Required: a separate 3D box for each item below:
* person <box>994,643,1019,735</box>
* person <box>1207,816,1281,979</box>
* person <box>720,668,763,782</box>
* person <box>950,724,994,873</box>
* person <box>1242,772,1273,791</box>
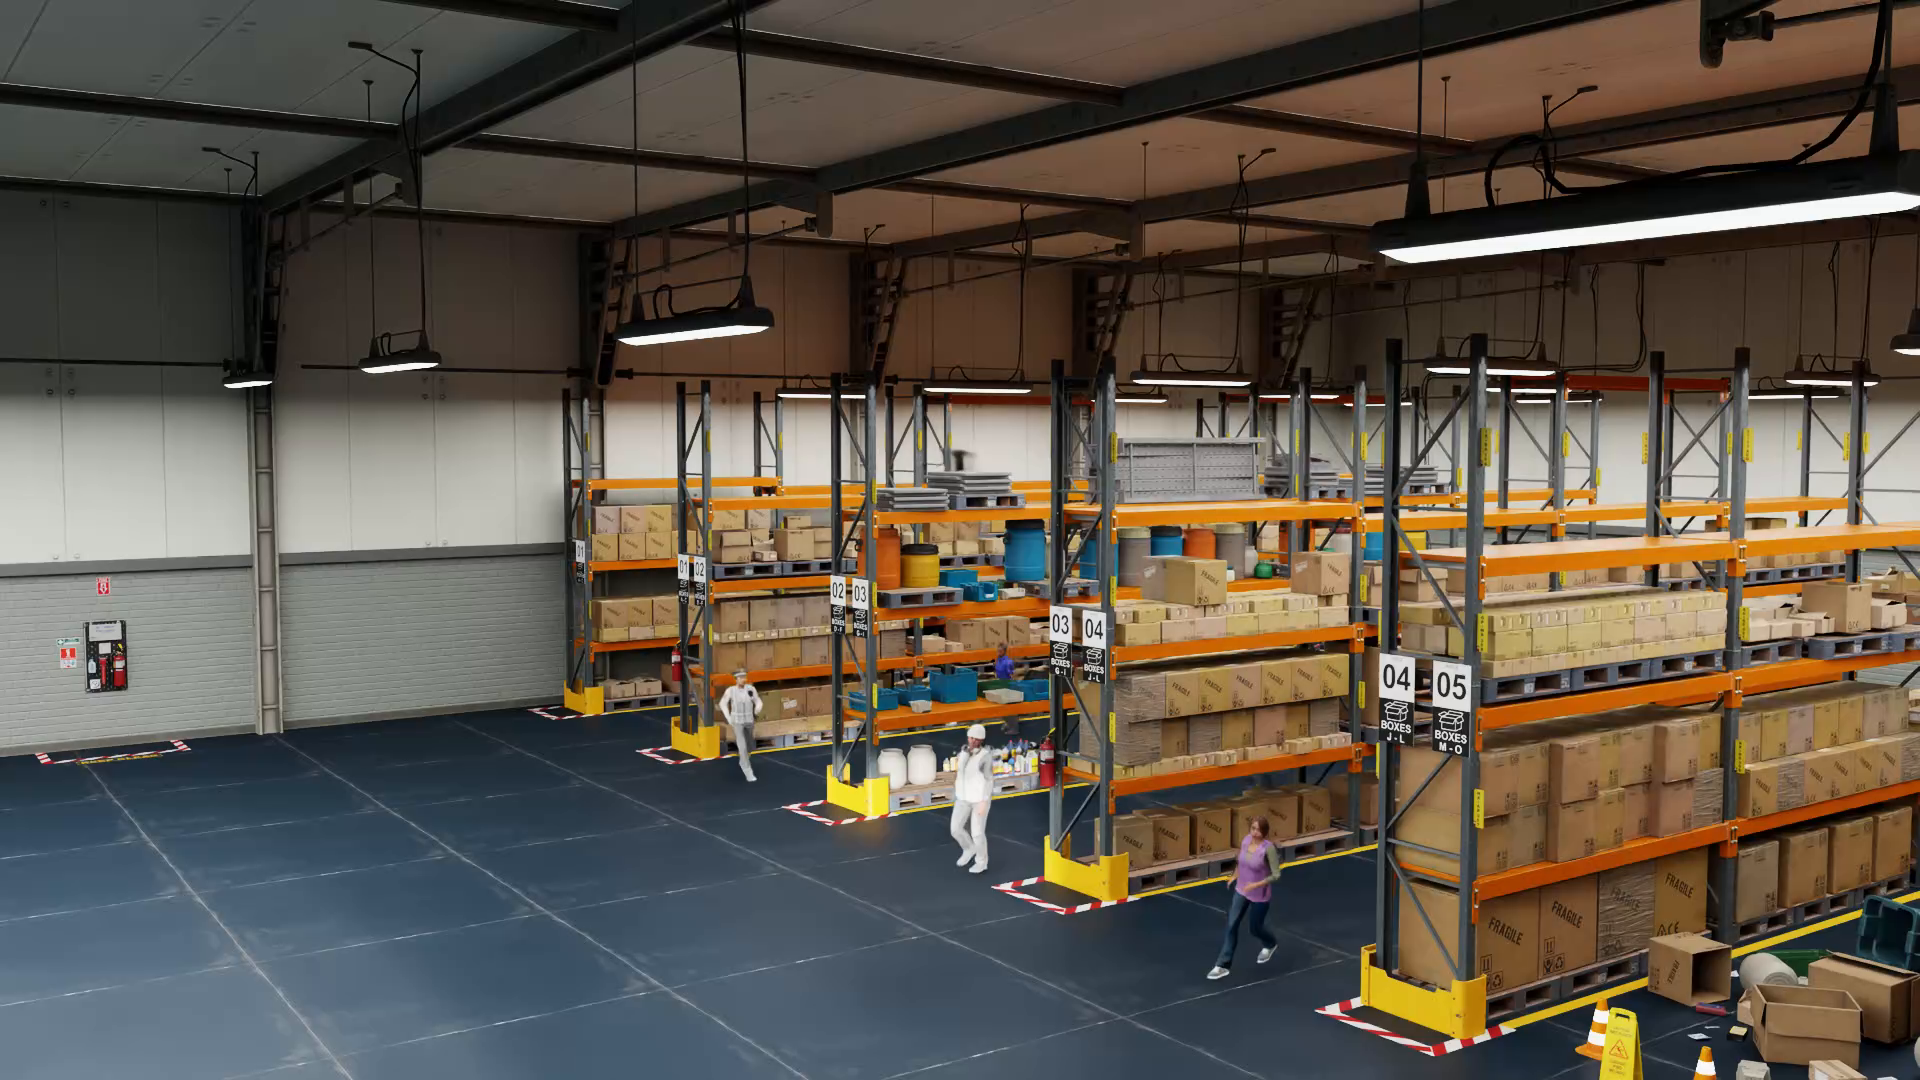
[{"bbox_3d":[0.773,2.539,28.372,0.582,1.608,0.596,-2,4,-31],"label":"person"},{"bbox_3d":[2.779,3.343,15.688,0.583,1.542,0.926,3,5,43],"label":"person"},{"bbox_3d":[-3.204,2.703,24.565,0.610,1.666,0.996,-2,4,-24],"label":"person"},{"bbox_3d":[0.164,3.021,19.476,0.603,1.759,0.470,3,5,36],"label":"person"},{"bbox_3d":[4.109,2.807,23.142,0.697,1.754,0.682,-2,4,-34],"label":"person"}]
